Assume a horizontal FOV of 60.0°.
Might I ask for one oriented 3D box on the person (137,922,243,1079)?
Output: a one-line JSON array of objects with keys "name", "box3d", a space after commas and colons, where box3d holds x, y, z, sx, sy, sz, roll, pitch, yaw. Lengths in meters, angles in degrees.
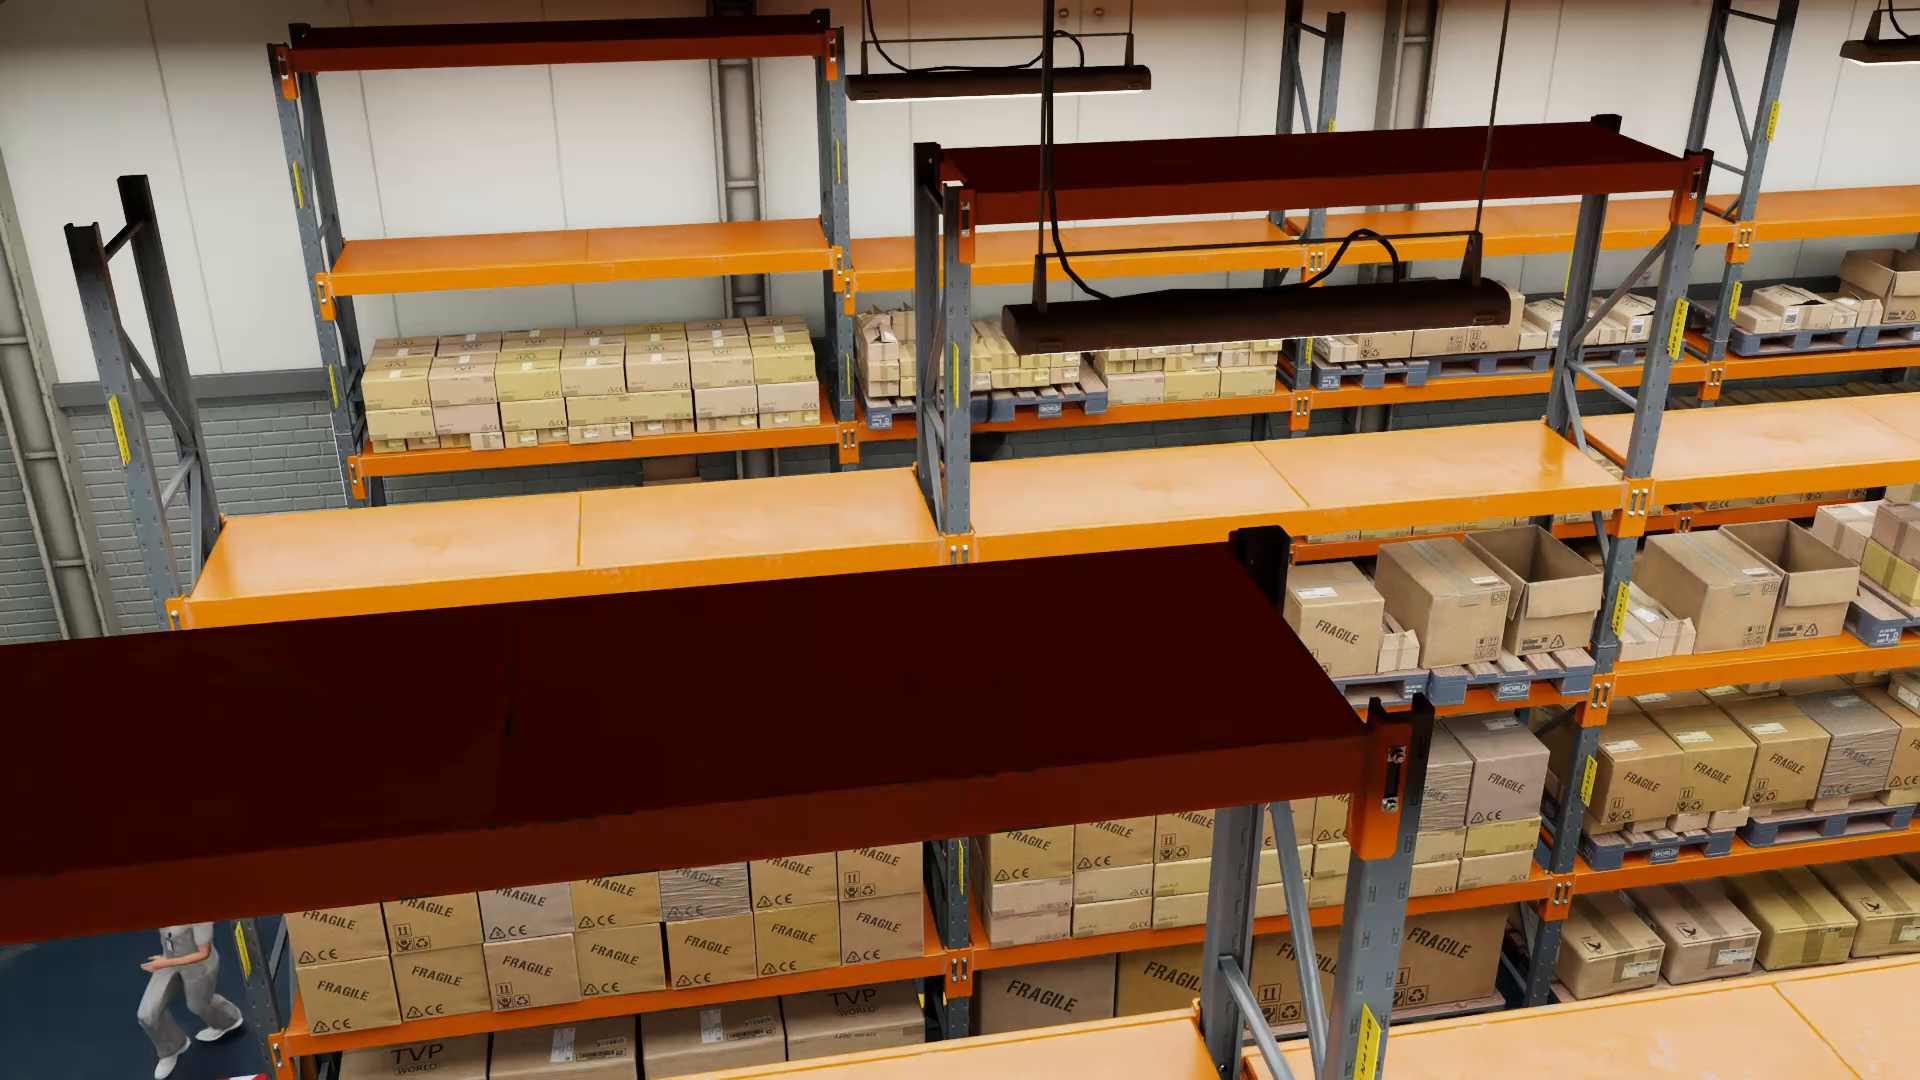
[{"name": "person", "box3d": [-4.954, 2.742, 10.709, 0.566, 1.633, 0.688, 14, 29, 26]}]
